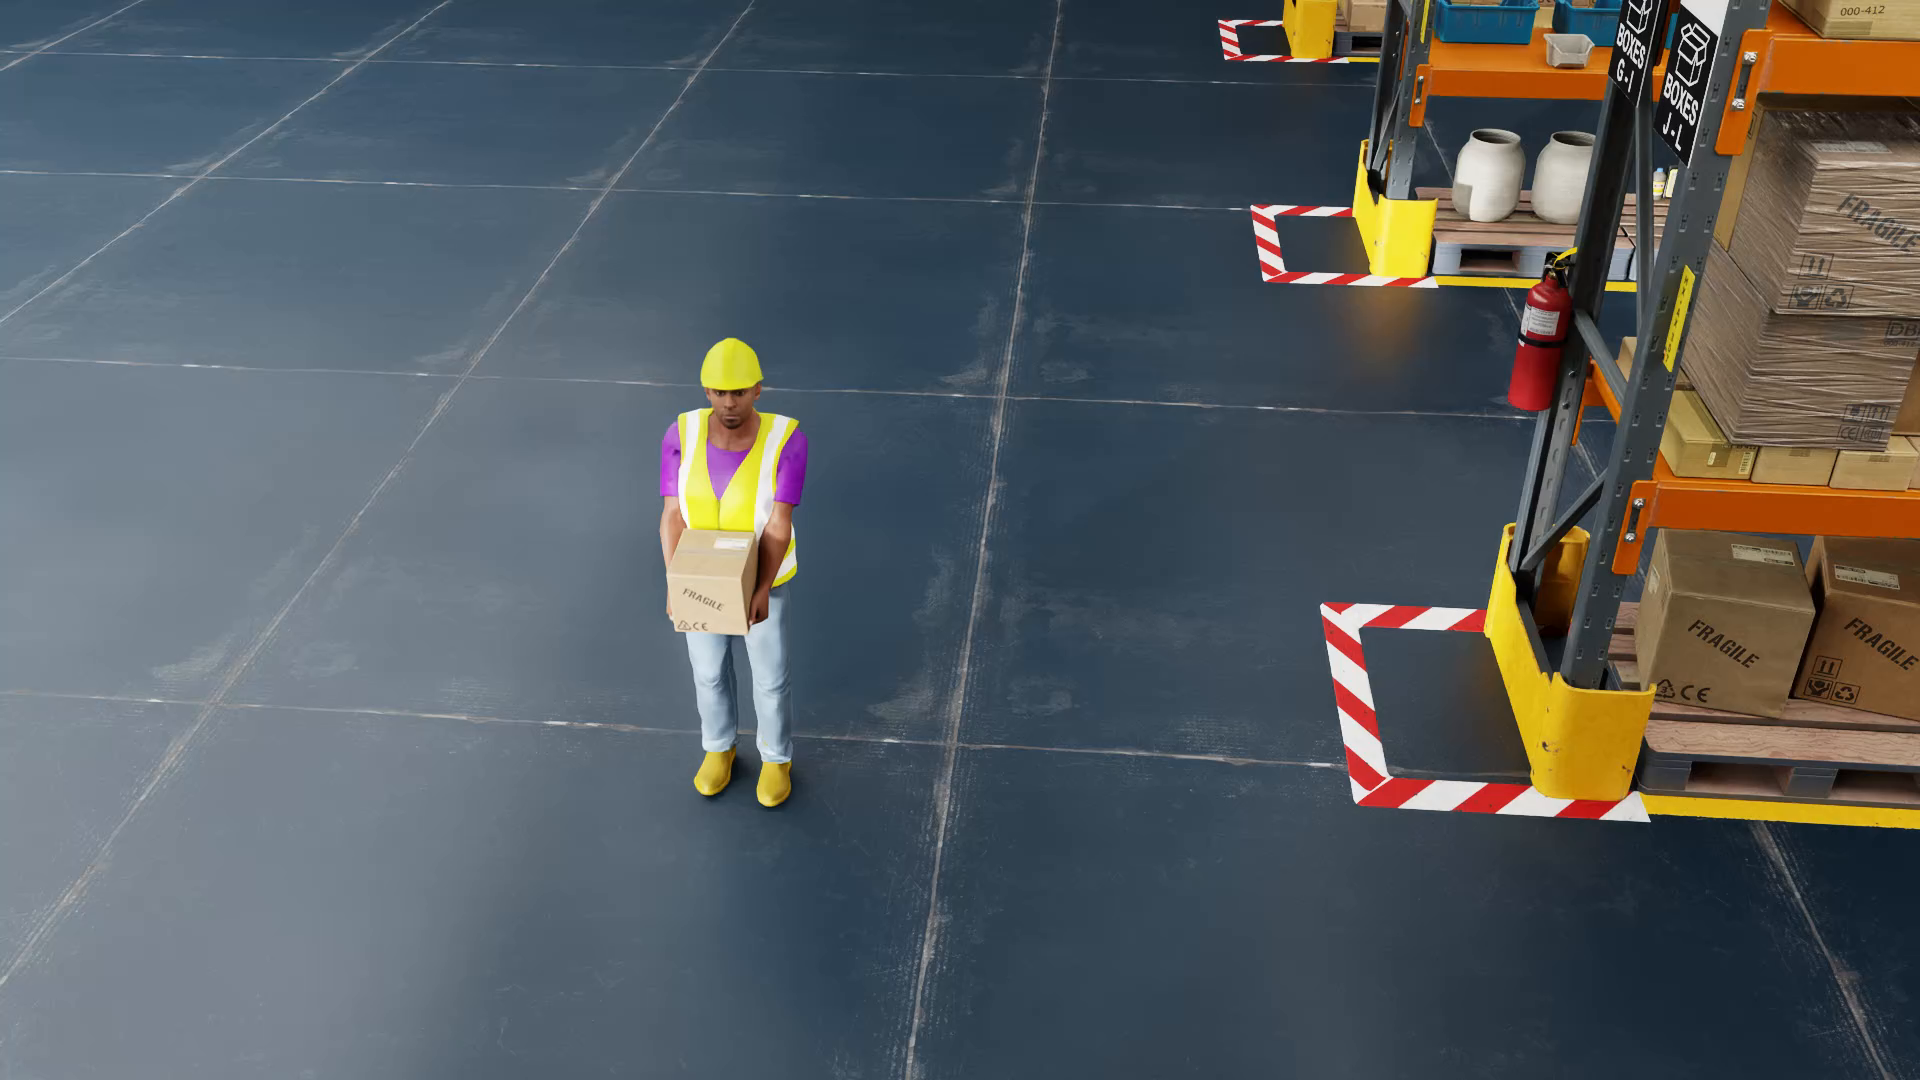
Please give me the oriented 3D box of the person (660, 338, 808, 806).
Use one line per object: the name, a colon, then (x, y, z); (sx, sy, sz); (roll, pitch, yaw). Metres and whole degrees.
person: (-0.789, 0.173, 5.839); (0.503, 1.760, 0.577); (3, 32, 5)
